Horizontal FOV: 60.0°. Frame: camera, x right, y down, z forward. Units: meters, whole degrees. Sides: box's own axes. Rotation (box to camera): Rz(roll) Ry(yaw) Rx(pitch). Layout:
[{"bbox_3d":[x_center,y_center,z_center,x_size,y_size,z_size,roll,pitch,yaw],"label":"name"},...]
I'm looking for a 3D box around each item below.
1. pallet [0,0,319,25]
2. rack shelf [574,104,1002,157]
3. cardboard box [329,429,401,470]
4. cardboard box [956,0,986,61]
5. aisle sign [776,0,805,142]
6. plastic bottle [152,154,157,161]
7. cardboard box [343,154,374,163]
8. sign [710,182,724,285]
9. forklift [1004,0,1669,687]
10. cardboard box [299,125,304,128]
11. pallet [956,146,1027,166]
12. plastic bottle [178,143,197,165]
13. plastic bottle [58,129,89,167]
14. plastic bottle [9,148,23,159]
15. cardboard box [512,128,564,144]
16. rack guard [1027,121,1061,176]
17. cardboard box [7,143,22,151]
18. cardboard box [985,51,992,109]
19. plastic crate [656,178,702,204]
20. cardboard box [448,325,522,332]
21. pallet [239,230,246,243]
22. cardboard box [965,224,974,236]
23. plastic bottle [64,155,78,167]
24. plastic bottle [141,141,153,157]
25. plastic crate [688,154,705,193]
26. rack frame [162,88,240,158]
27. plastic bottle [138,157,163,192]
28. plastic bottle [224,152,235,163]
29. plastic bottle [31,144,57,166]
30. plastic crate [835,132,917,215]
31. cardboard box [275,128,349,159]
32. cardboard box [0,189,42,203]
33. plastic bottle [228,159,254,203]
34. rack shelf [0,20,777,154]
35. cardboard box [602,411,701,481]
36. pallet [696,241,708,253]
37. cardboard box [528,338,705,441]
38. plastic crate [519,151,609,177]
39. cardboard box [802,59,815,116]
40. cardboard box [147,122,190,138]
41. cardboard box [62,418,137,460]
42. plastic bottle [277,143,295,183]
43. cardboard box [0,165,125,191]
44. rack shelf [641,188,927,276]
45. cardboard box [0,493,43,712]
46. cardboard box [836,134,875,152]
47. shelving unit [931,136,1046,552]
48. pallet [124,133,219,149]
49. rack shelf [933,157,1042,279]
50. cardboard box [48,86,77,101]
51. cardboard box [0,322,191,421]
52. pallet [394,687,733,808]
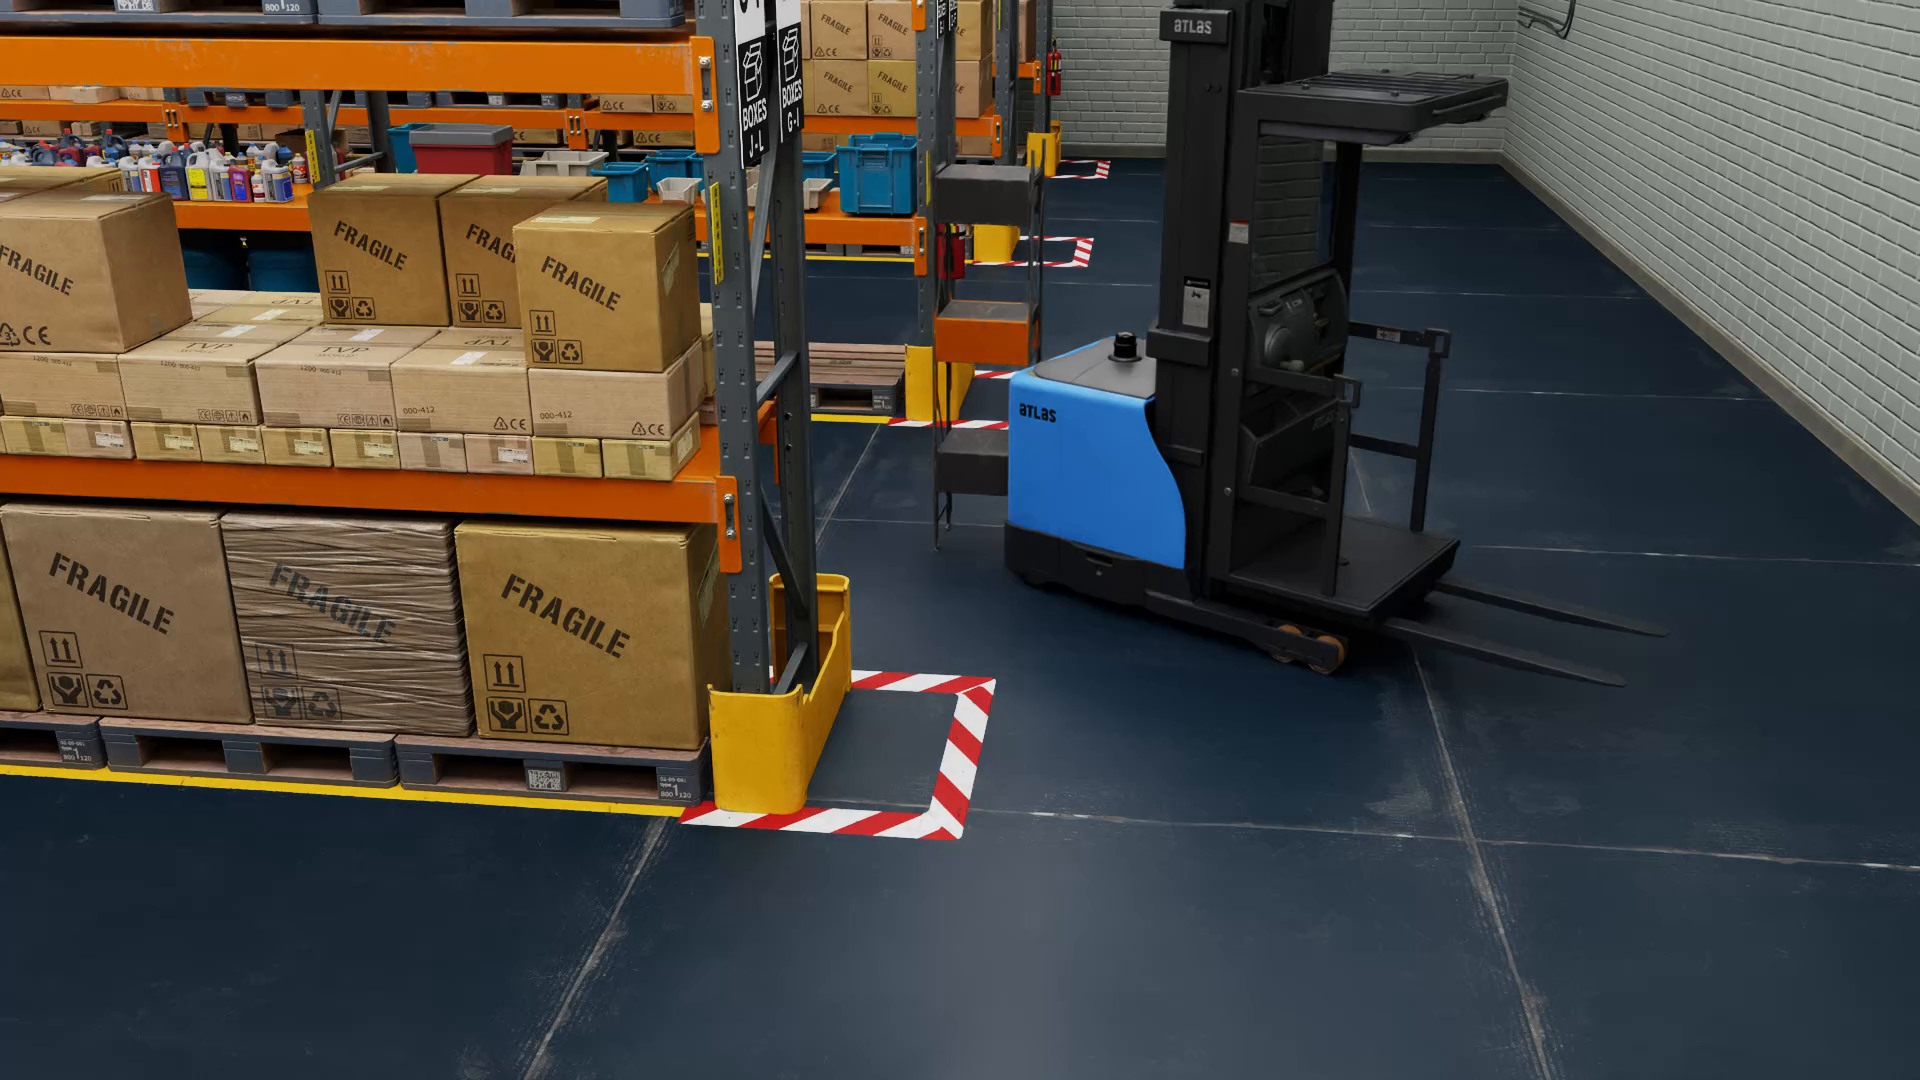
[{"bbox_3d":[-2.685,-2.006,5.974,1.213,0.211,1.003,2,22,6],"label":"pallet"},{"bbox_3d":[-1.549,-3.941,15.806,4.000,0.370,1.077,2,22,6],"label":"rack shelf"},{"bbox_3d":[-2.139,-0.394,6.198,0.250,0.149,0.380,2,22,5],"label":"cardboard box"},{"bbox_3d":[-0.037,-4.619,15.047,0.500,0.500,0.500,2,22,6],"label":"cardboard box"},{"bbox_3d":[-0.626,-1.887,6.098,0.004,0.787,0.394,2,22,6],"label":"aisle sign"},{"bbox_3d":[-5.683,-2.624,11.767,0.097,0.201,0.097,0,22,0],"label":"plastic bottle"},{"bbox_3d":[-6.037,-3.600,16.767,0.500,0.500,0.500,2,22,4],"label":"cardboard box"},{"bbox_3d":[-0.810,-1.023,5.551,0.005,0.325,0.100,2,22,6],"label":"sign"},{"bbox_3d":[1.708,-0.987,7.450,3.031,2.935,1.130,15,26,34],"label":"forklift"},{"bbox_3d":[-8.147,-5.463,21.479,0.500,0.500,0.700,2,22,6],"label":"cardboard box"},{"bbox_3d":[0.213,-4.707,20.558,1.213,0.211,1.003,2,22,6],"label":"pallet"},{"bbox_3d":[-5.240,-2.511,11.279,0.185,0.351,0.144,2,22,6],"label":"plastic bottle"},{"bbox_3d":[-6.354,-2.770,11.934,0.185,0.351,0.144,2,22,6],"label":"plastic bottle"},{"bbox_3d":[-6.817,-2.730,12.035,0.097,0.201,0.097,0,22,0],"label":"plastic bottle"},{"bbox_3d":[-5.344,-5.419,20.920,0.750,0.750,0.750,2,22,6],"label":"cardboard box"},{"bbox_3d":[1.040,-4.834,20.487,0.348,0.500,1.175,2,22,6],"label":"rack guard"},{"bbox_3d":[-10.031,-3.930,17.206,0.500,0.311,0.500,2,22,6],"label":"cardboard box"},{"bbox_3d":[0.027,-4.351,15.729,0.500,0.500,0.500,3,22,7],"label":"cardboard box"},{"bbox_3d":[-1.842,-2.282,10.909,0.250,0.136,0.298,2,22,6],"label":"plastic crate"},{"bbox_3d":[-1.694,-0.780,6.632,0.500,0.250,0.500,2,22,6],"label":"cardboard box"},{"bbox_3d":[-6.770,-3.192,16.726,1.213,0.211,1.003,2,22,6],"label":"pallet"},{"bbox_3d":[-0.132,-3.164,15.666,0.500,0.500,0.500,2,22,6],"label":"cardboard box"},{"bbox_3d":[-6.023,-2.469,11.280,0.097,0.271,0.097,0,22,0],"label":"plastic bottle"},{"bbox_3d":[-5.798,-2.718,11.909,0.097,0.271,0.097,0,22,0],"label":"plastic bottle"},{"bbox_3d":[-1.664,-2.518,11.376,0.300,0.233,0.416,2,22,6],"label":"plastic crate"},{"bbox_3d":[-7.507,-4.535,16.330,0.127,3.000,1.000,2,22,6],"label":"rack frame"},{"bbox_3d":[-5.415,-2.432,11.181,0.135,0.276,0.152,2,22,6],"label":"plastic bottle"},{"bbox_3d":[-5.205,-2.659,11.857,0.097,0.201,0.097,0,22,0],"label":"plastic bottle"},{"bbox_3d":[-6.167,-2.498,11.247,0.185,0.351,0.144,2,22,6],"label":"plastic bottle"},{"bbox_3d":[-0.504,-2.371,10.728,0.499,0.435,0.616,2,22,6],"label":"plastic crate"},{"bbox_3d":[-6.495,-3.970,16.683,0.500,0.250,0.500,3,22,8],"label":"cardboard box"},{"bbox_3d":[-3.771,-1.024,6.230,0.500,0.500,0.500,2,22,6],"label":"cardboard box"},{"bbox_3d":[-4.786,-2.392,11.068,0.133,0.283,0.061,2,22,6],"label":"plastic bottle"},{"bbox_3d":[-2.719,-1.719,6.106,4.000,0.370,1.077,2,22,6],"label":"rack shelf"},{"bbox_3d":[-1.125,-0.350,6.088,0.250,0.149,0.380,3,22,7],"label":"cardboard box"},{"bbox_3d":[-2.853,-3.035,16.329,1.213,0.211,1.003,2,22,6],"label":"pallet"},{"bbox_3d":[-1.245,-0.565,6.088,0.500,0.250,0.500,2,22,5],"label":"cardboard box"},{"bbox_3d":[-2.627,-2.393,10.992,0.530,0.282,0.437,2,22,6],"label":"plastic crate"},{"bbox_3d":[-1.551,-4.222,15.403,0.500,0.500,0.500,2,22,6],"label":"cardboard box"},{"bbox_3d":[-10.167,-5.533,21.657,0.500,0.500,0.700,3,22,8],"label":"cardboard box"},{"bbox_3d":[-3.163,-0.438,6.310,0.250,0.149,0.380,3,22,7],"label":"cardboard box"},{"bbox_3d":[-4.782,-2.674,11.797,0.097,0.271,0.097,0,22,0],"label":"plastic bottle"},{"bbox_3d":[-3.720,-1.217,6.718,0.500,0.500,0.500,3,22,7],"label":"cardboard box"},{"bbox_3d":[-2.136,-2.132,11.232,4.000,0.370,1.077,2,22,6],"label":"rack shelf"},{"bbox_3d":[-4.059,0.105,6.912,0.875,0.875,0.875,2,22,6],"label":"cardboard box"},{"bbox_3d":[-1.217,-5.088,20.557,0.500,0.500,0.700,3,22,8],"label":"cardboard box"},{"bbox_3d":[0.144,-0.971,8.539,0.503,2.100,0.431,4,22,10],"label":"shelving unit"},{"bbox_3d":[-10.127,-5.187,21.772,1.213,0.211,1.003,2,22,6],"label":"pallet"},{"bbox_3d":[0.144,-1.609,8.286,0.480,0.518,0.431,4,22,10],"label":"rack shelf"},{"bbox_3d":[-8.780,-4.453,16.464,0.250,0.149,0.380,4,22,10],"label":"cardboard box"},{"bbox_3d":[-3.261,-0.654,6.314,0.500,0.250,0.500,3,22,8],"label":"cardboard box"},{"bbox_3d":[-1.536,0.719,6.835,1.213,0.211,1.003,2,22,6],"label":"pallet"}]
